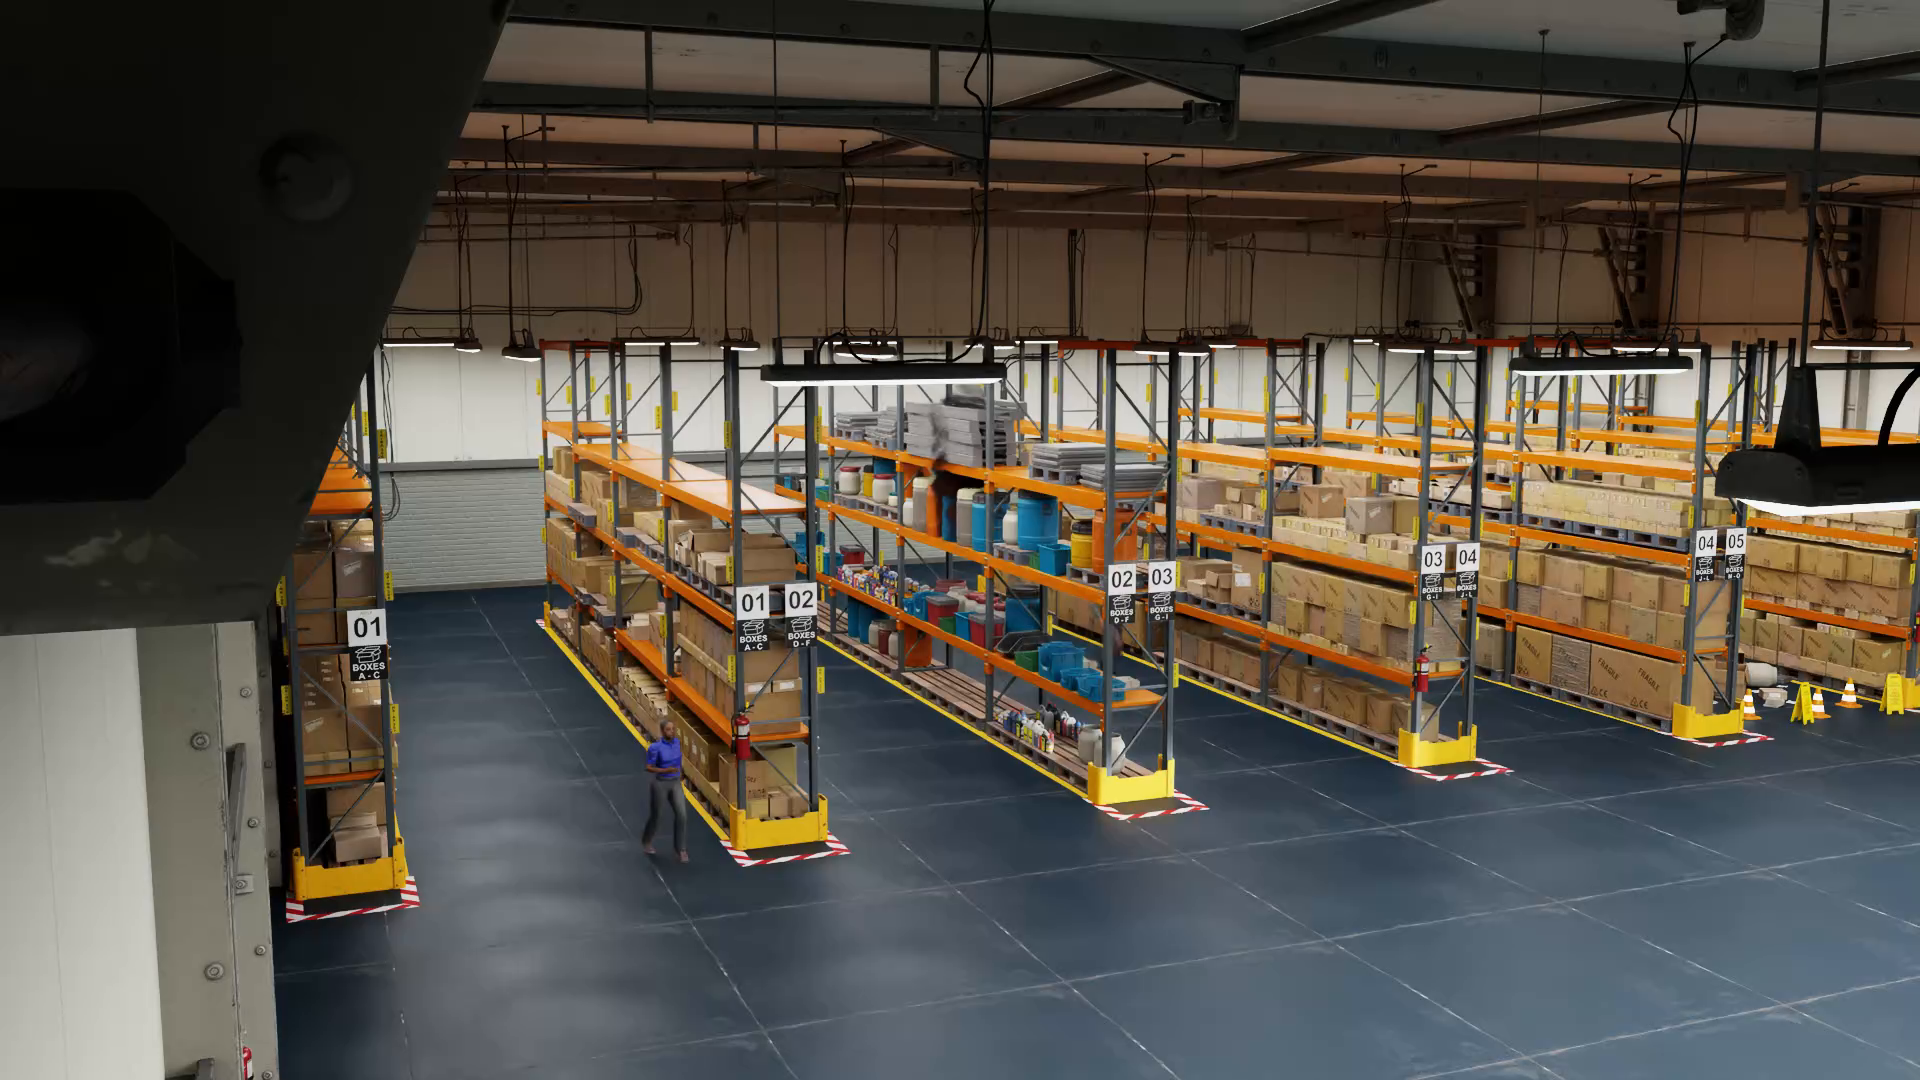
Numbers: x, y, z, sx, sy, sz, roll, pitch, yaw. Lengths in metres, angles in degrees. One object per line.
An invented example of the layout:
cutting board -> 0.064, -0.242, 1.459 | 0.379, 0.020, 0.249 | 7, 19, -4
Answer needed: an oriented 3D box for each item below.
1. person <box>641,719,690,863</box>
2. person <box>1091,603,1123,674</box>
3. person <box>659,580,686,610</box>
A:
person -> -3.482, 2.976, 19.718 | 0.579, 1.725, 0.695 | -6, 10, -40
person -> 2.660, 1.489, 28.586 | 0.644, 1.704, 0.592 | -6, 10, -40
person -> -6.177, 0.910, 35.086 | 0.784, 1.737, 0.719 | -7, 10, -43
